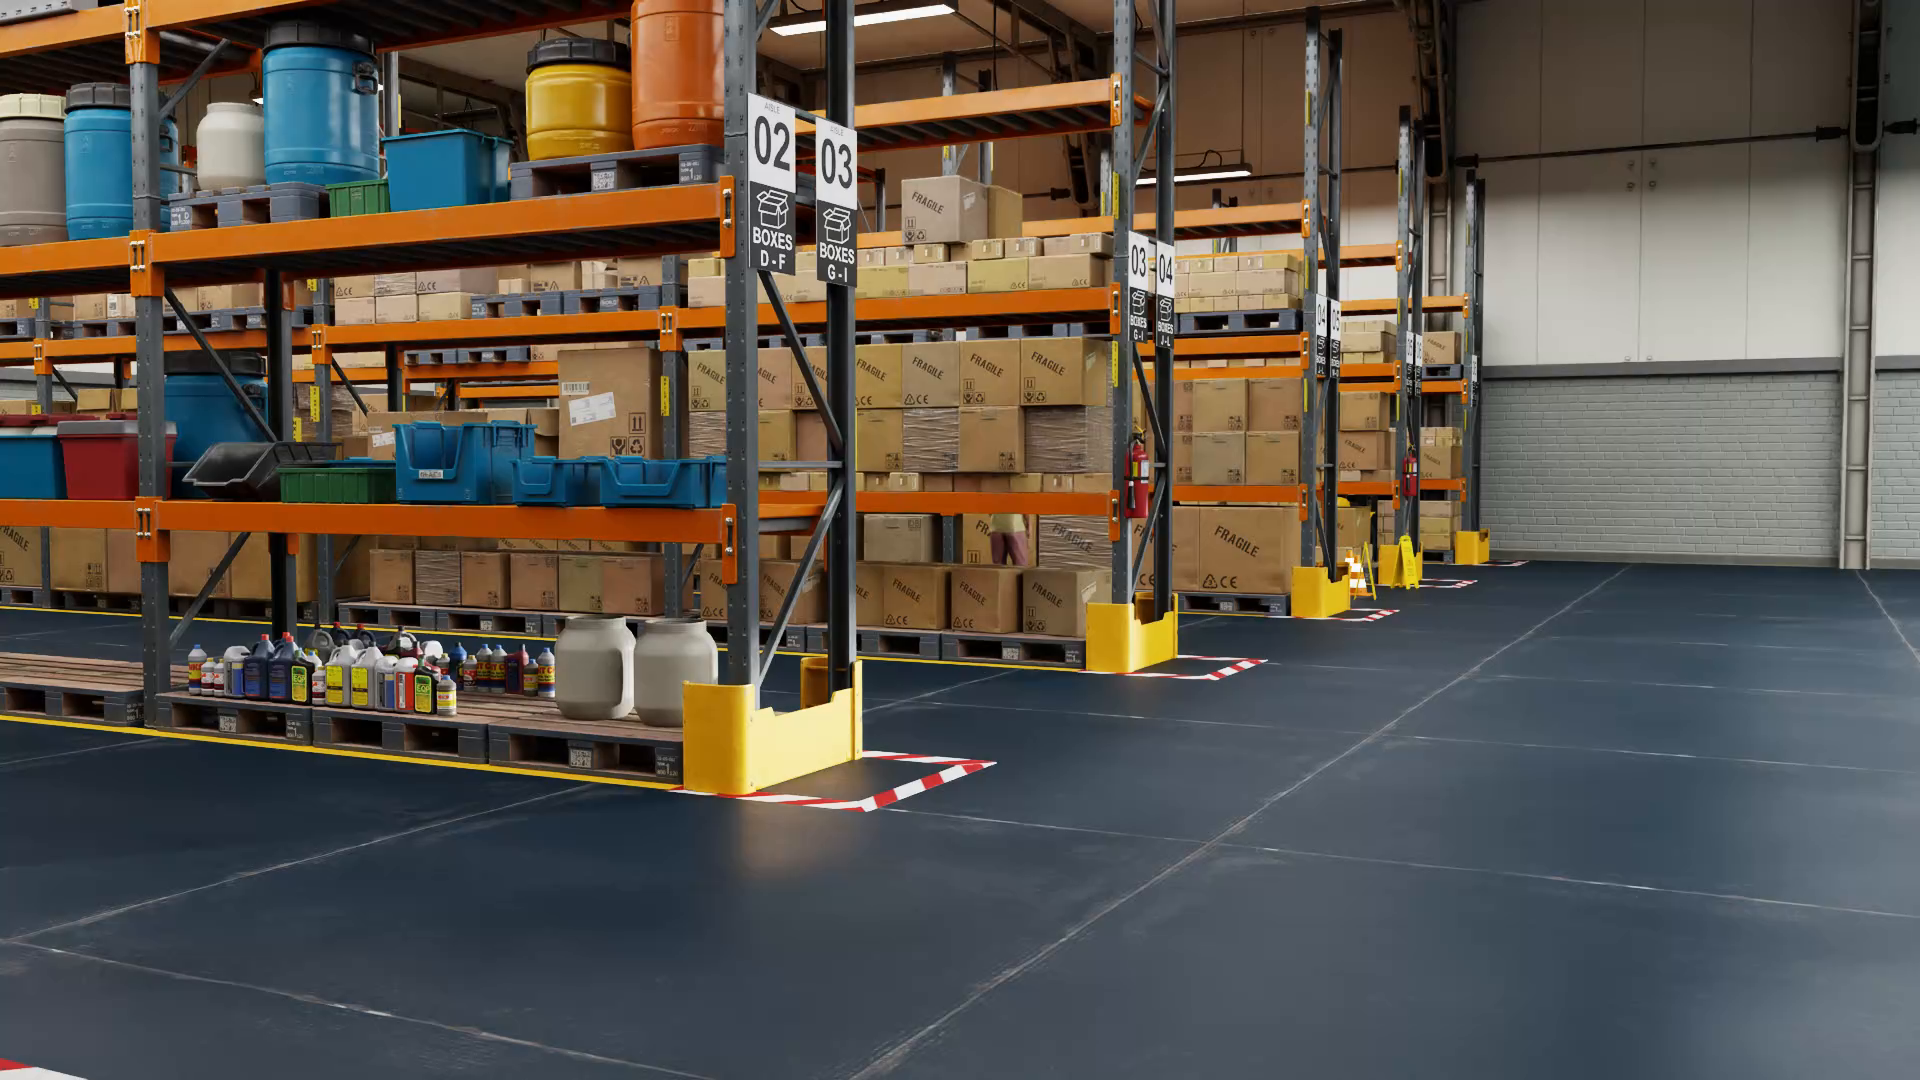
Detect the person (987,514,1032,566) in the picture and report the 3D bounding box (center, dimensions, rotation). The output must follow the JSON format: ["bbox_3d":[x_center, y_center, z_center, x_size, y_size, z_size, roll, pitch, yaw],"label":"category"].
[{"bbox_3d":[0.476,-0.063,16.333,0.472,1.676,0.398,1,3,25],"label":"person"}]
